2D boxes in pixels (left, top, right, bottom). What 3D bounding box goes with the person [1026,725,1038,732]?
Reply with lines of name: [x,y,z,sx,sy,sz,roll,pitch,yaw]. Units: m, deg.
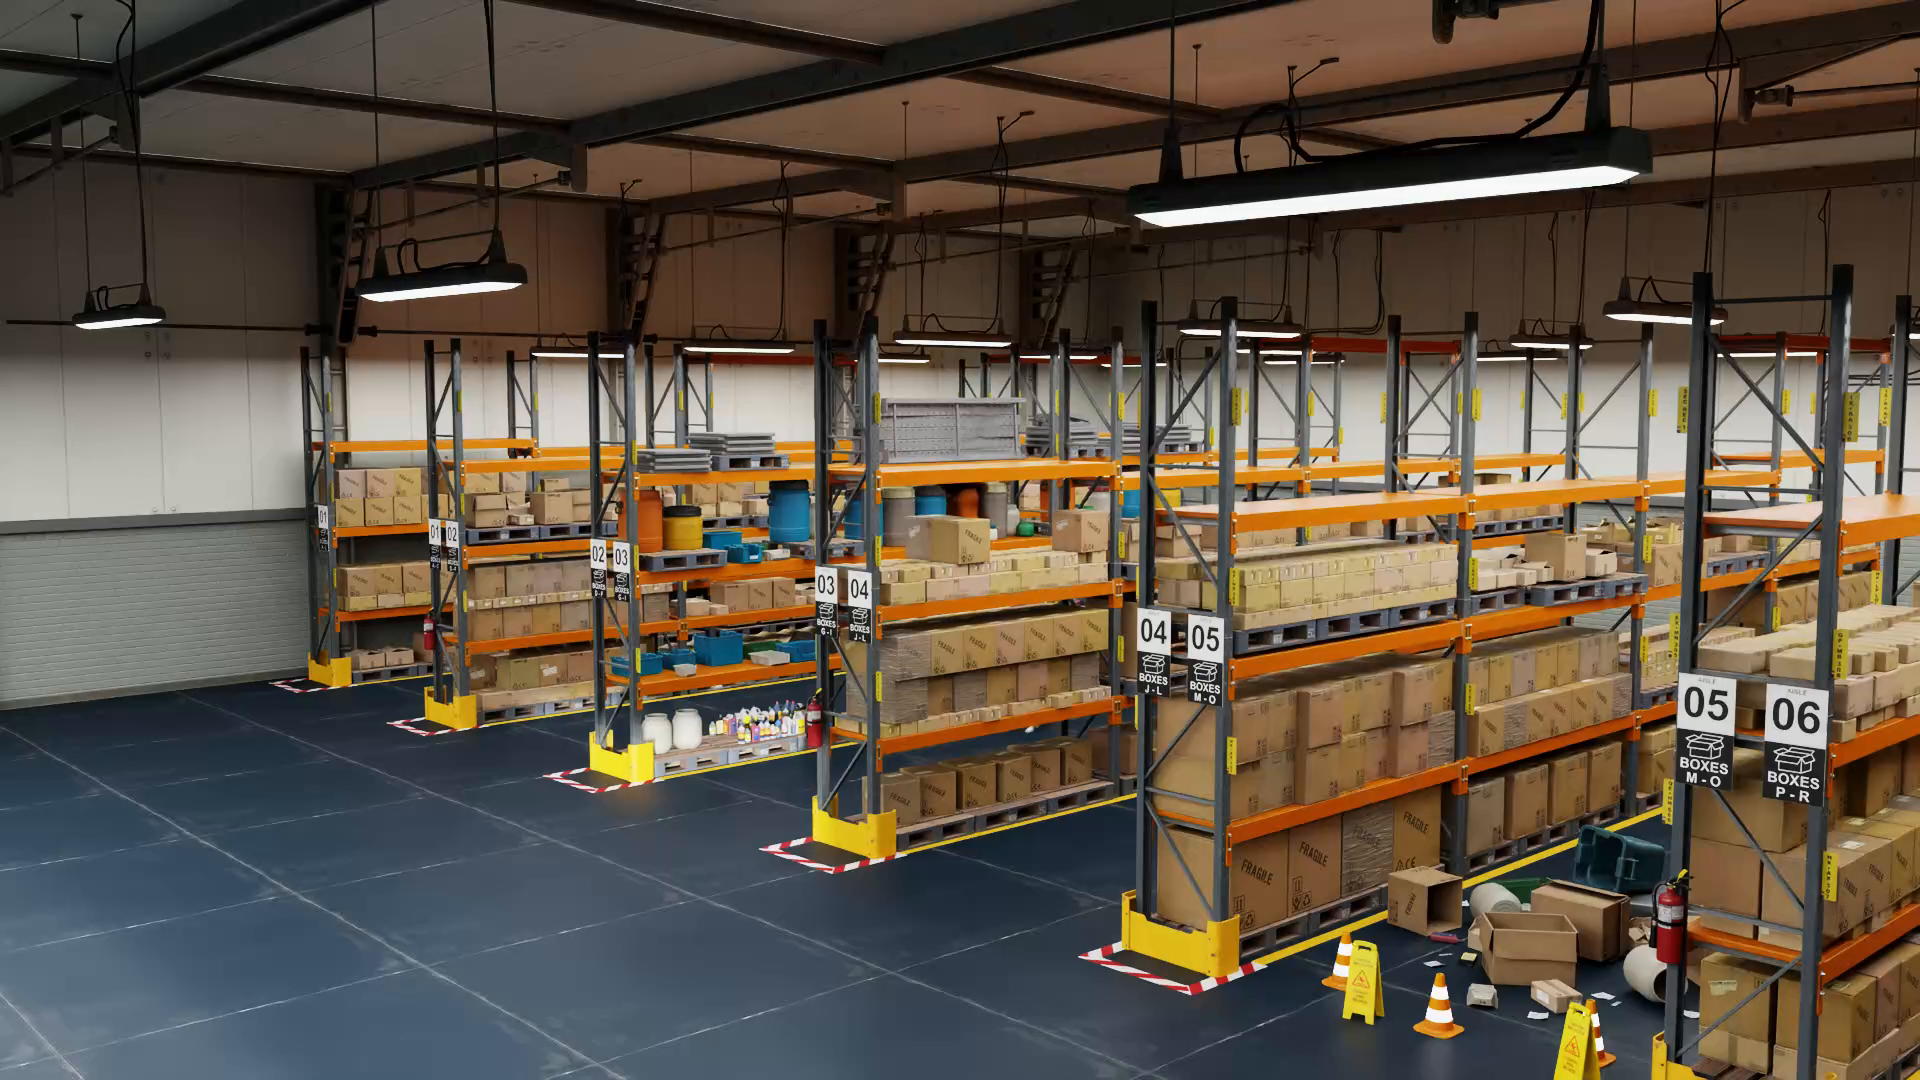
person: [1.154,2.136,25.439,0.533,1.597,0.664,3,6,29]
